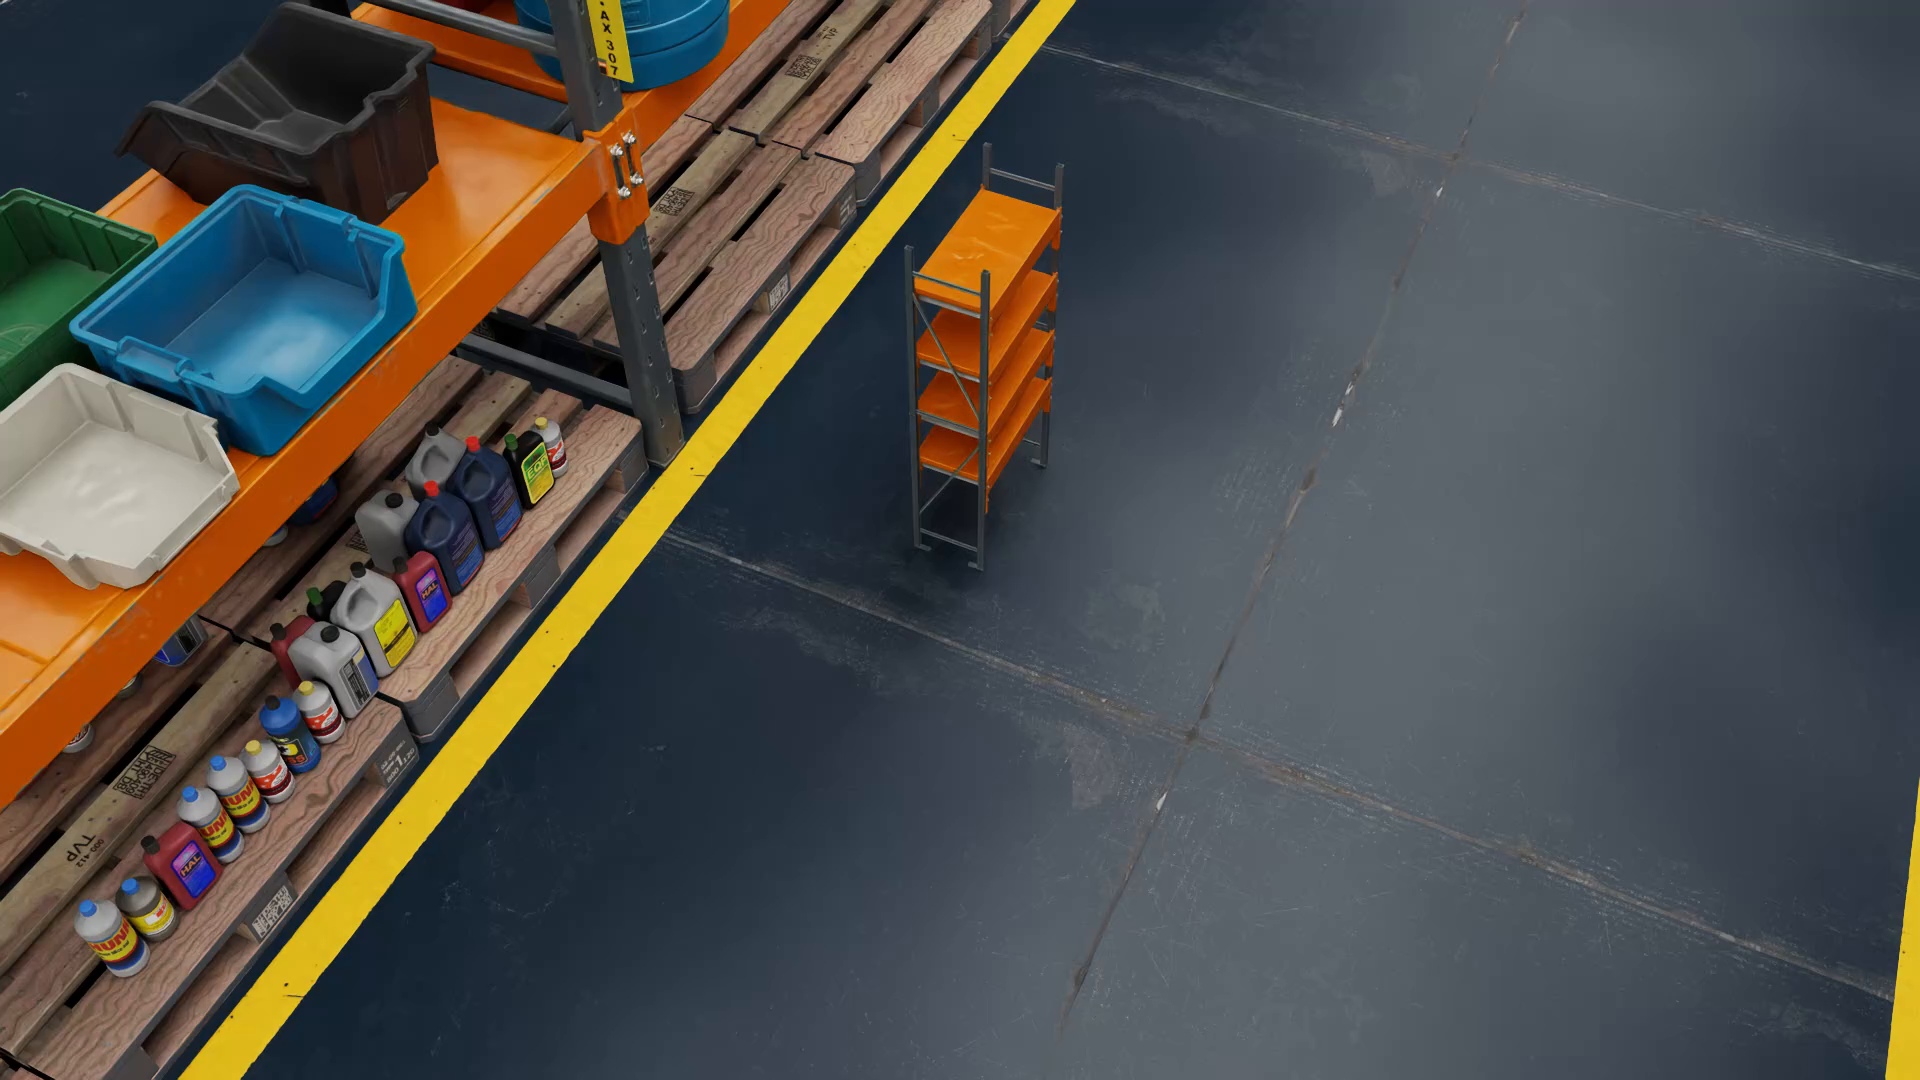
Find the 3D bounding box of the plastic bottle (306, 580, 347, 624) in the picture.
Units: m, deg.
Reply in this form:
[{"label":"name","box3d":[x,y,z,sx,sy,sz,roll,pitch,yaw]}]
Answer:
[{"label":"plastic bottle","box3d":[-1.725,0.206,4.600,0.061,0.283,0.133,20,52,16]}]

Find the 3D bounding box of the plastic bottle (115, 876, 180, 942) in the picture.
[{"label":"plastic bottle","box3d":[-1.995,0.893,4.069,0.097,0.201,0.097,0,50,0]}]

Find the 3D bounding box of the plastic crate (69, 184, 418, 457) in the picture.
[{"label":"plastic crate","box3d":[-1.614,-0.509,3.811,0.499,0.251,0.616,20,52,16]}]

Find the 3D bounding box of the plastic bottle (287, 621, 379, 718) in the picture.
[{"label":"plastic bottle","box3d":[-1.695,0.335,4.495,0.152,0.276,0.135,21,53,17]}]

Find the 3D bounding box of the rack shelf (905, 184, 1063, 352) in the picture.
[{"label":"rack shelf","box3d":[0.071,-0.757,4.591,0.258,0.148,0.480,20,52,16]}]

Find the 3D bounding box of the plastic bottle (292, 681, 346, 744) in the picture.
[{"label":"plastic bottle","box3d":[-1.720,0.449,4.447,0.097,0.201,0.097,0,50,0]}]

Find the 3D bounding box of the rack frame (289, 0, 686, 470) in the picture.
[{"label":"rack frame","box3d":[-1.387,-1.408,4.478,1.000,3.000,0.127,20,52,16]}]

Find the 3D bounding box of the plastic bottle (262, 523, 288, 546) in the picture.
[{"label":"plastic bottle","box3d":[-2.060,-0.106,4.873,0.097,0.271,0.097,0,50,0]}]

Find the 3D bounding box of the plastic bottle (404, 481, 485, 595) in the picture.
[{"label":"plastic bottle","box3d":[-1.484,-0.022,4.750,0.144,0.351,0.185,17,52,14]}]

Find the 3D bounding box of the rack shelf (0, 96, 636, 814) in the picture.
[{"label":"rack shelf","box3d":[-2.241,0.203,3.580,1.077,0.370,4.000,20,52,16]}]

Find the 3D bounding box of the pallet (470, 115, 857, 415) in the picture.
[{"label":"pallet","box3d":[-1.087,-1.057,6.011,1.003,0.211,1.213,20,52,16]}]

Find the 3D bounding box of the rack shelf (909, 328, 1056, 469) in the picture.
[{"label":"rack shelf","box3d":[0.071,-0.459,4.941,0.258,0.148,0.480,20,52,16]}]

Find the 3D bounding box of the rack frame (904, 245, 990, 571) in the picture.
[{"label":"rack frame","box3d":[-0.034,-0.335,4.747,0.240,1.200,0.015,20,52,16]}]

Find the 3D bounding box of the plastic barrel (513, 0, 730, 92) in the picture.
[{"label":"plastic barrel","box3d":[-0.948,-1.737,4.430,0.600,0.901,0.708,20,52,16]}]

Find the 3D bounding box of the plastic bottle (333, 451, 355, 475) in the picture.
[{"label":"plastic bottle","box3d":[-1.936,-0.327,5.054,0.061,0.283,0.133,20,52,16]}]

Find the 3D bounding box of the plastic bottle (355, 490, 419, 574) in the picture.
[{"label":"plastic bottle","box3d":[-1.628,-0.029,4.805,0.152,0.276,0.135,20,52,16]}]

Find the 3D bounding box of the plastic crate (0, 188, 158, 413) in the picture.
[{"label":"plastic crate","box3d":[-2.222,-0.496,3.842,0.450,0.188,0.662,20,52,16]}]

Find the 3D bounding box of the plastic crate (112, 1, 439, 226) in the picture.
[{"label":"plastic crate","box3d":[-1.726,-1.068,4.230,0.767,0.338,0.504,20,52,16]}]

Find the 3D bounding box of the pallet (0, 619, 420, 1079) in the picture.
[{"label":"pallet","box3d":[-2.232,0.788,4.441,1.003,0.211,1.213,20,52,16]}]

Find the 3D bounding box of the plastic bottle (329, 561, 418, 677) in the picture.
[{"label":"plastic bottle","box3d":[-1.622,0.200,4.561,0.144,0.351,0.185,19,52,16]}]

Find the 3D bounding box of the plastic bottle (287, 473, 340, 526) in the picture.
[{"label":"plastic bottle","box3d":[-1.977,-0.224,4.921,0.144,0.351,0.185,20,52,16]}]

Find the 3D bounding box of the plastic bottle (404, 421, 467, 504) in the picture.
[{"label":"plastic bottle","box3d":[-1.532,-0.201,4.902,0.144,0.351,0.185,20,52,16]}]

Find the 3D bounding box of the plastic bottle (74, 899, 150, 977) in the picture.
[{"label":"plastic bottle","box3d":[-2.040,0.941,3.982,0.097,0.271,0.097,0,50,0]}]

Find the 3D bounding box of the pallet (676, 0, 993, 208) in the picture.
[{"label":"pallet","box3d":[-0.567,-1.900,6.728,1.003,0.211,1.213,20,52,16]}]

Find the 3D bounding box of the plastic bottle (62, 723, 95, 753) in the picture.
[{"label":"plastic bottle","box3d":[-2.395,0.471,4.428,0.097,0.201,0.097,0,50,0]}]

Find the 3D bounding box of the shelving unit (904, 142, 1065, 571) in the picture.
[{"label":"shelving unit","box3d":[0.071,-0.503,4.890,0.258,1.200,0.503,20,52,16]}]

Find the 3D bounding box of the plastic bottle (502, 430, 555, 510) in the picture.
[{"label":"plastic bottle","box3d":[-1.294,-0.231,4.972,0.061,0.283,0.133,22,53,18]}]

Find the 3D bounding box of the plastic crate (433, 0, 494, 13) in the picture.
[{"label":"plastic crate","box3d":[-1.457,-1.861,4.822,0.402,0.464,0.583,20,52,16]}]

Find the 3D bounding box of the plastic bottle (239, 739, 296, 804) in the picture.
[{"label":"plastic bottle","box3d":[-1.808,0.591,4.326,0.097,0.201,0.097,0,50,0]}]

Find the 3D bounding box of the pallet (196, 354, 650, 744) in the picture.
[{"label":"pallet","box3d":[-1.712,-0.055,5.158,1.003,0.211,1.213,20,52,16]}]

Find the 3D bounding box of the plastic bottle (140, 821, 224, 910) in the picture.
[{"label":"plastic bottle","box3d":[-1.926,0.788,4.105,0.061,0.283,0.133,21,53,17]}]

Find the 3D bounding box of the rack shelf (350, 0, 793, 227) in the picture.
[{"label":"rack shelf","box3d":[-0.533,-2.552,5.924,1.077,0.370,4.000,20,52,16]}]

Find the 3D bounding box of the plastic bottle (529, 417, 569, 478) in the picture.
[{"label":"plastic bottle","box3d":[-1.260,-0.292,5.077,0.097,0.201,0.097,0,50,0]}]

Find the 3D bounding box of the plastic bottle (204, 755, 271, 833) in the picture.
[{"label":"plastic bottle","box3d":[-1.850,0.636,4.241,0.097,0.271,0.097,0,50,0]}]

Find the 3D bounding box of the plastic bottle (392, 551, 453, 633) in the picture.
[{"label":"plastic bottle","box3d":[-1.515,0.125,4.669,0.061,0.283,0.133,23,53,18]}]

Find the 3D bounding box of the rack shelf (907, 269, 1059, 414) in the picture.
[{"label":"rack shelf","box3d":[0.071,-0.604,4.771,0.258,0.148,0.480,20,52,16]}]

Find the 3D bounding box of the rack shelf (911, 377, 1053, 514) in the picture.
[{"label":"rack shelf","box3d":[0.071,-0.331,5.092,0.258,0.148,0.480,20,52,16]}]

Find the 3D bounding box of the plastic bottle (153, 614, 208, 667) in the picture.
[{"label":"plastic bottle","box3d":[-2.225,0.207,4.604,0.152,0.276,0.135,20,52,16]}]

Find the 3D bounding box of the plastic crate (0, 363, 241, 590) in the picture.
[{"label":"plastic crate","box3d":[-1.852,-0.122,3.557,0.530,0.136,0.437,20,52,16]}]

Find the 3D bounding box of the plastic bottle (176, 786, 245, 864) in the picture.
[{"label":"plastic bottle","box3d":[-1.893,0.705,4.183,0.097,0.271,0.097,0,50,0]}]

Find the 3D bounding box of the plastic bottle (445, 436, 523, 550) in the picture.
[{"label":"plastic bottle","box3d":[-1.402,-0.154,4.862,0.144,0.351,0.185,19,52,15]}]

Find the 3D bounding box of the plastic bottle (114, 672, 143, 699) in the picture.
[{"label":"plastic bottle","box3d":[-2.321,0.337,4.542,0.097,0.201,0.097,0,50,0]}]

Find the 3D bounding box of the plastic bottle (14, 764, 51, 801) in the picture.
[{"label":"plastic bottle","box3d":[-2.479,0.547,4.310,0.061,0.283,0.133,20,52,16]}]

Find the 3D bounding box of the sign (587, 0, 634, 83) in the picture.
[{"label":"sign","box3d":[-0.894,-1.311,4.214,0.100,0.325,0.005,20,52,16]}]

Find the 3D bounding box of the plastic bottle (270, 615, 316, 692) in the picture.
[{"label":"plastic bottle","box3d":[-1.791,0.298,4.521,0.061,0.283,0.133,20,52,16]}]

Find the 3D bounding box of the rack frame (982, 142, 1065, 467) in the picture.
[{"label":"rack frame","box3d":[0.175,-0.671,5.033,0.240,1.200,0.015,20,52,16]}]

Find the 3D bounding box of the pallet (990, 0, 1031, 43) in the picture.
[{"label":"pallet","box3d":[-0.044,-2.737,7.441,1.003,0.211,1.213,20,52,16]}]

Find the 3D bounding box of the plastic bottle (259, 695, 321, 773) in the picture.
[{"label":"plastic bottle","box3d":[-1.764,0.497,4.360,0.097,0.271,0.097,0,50,0]}]
